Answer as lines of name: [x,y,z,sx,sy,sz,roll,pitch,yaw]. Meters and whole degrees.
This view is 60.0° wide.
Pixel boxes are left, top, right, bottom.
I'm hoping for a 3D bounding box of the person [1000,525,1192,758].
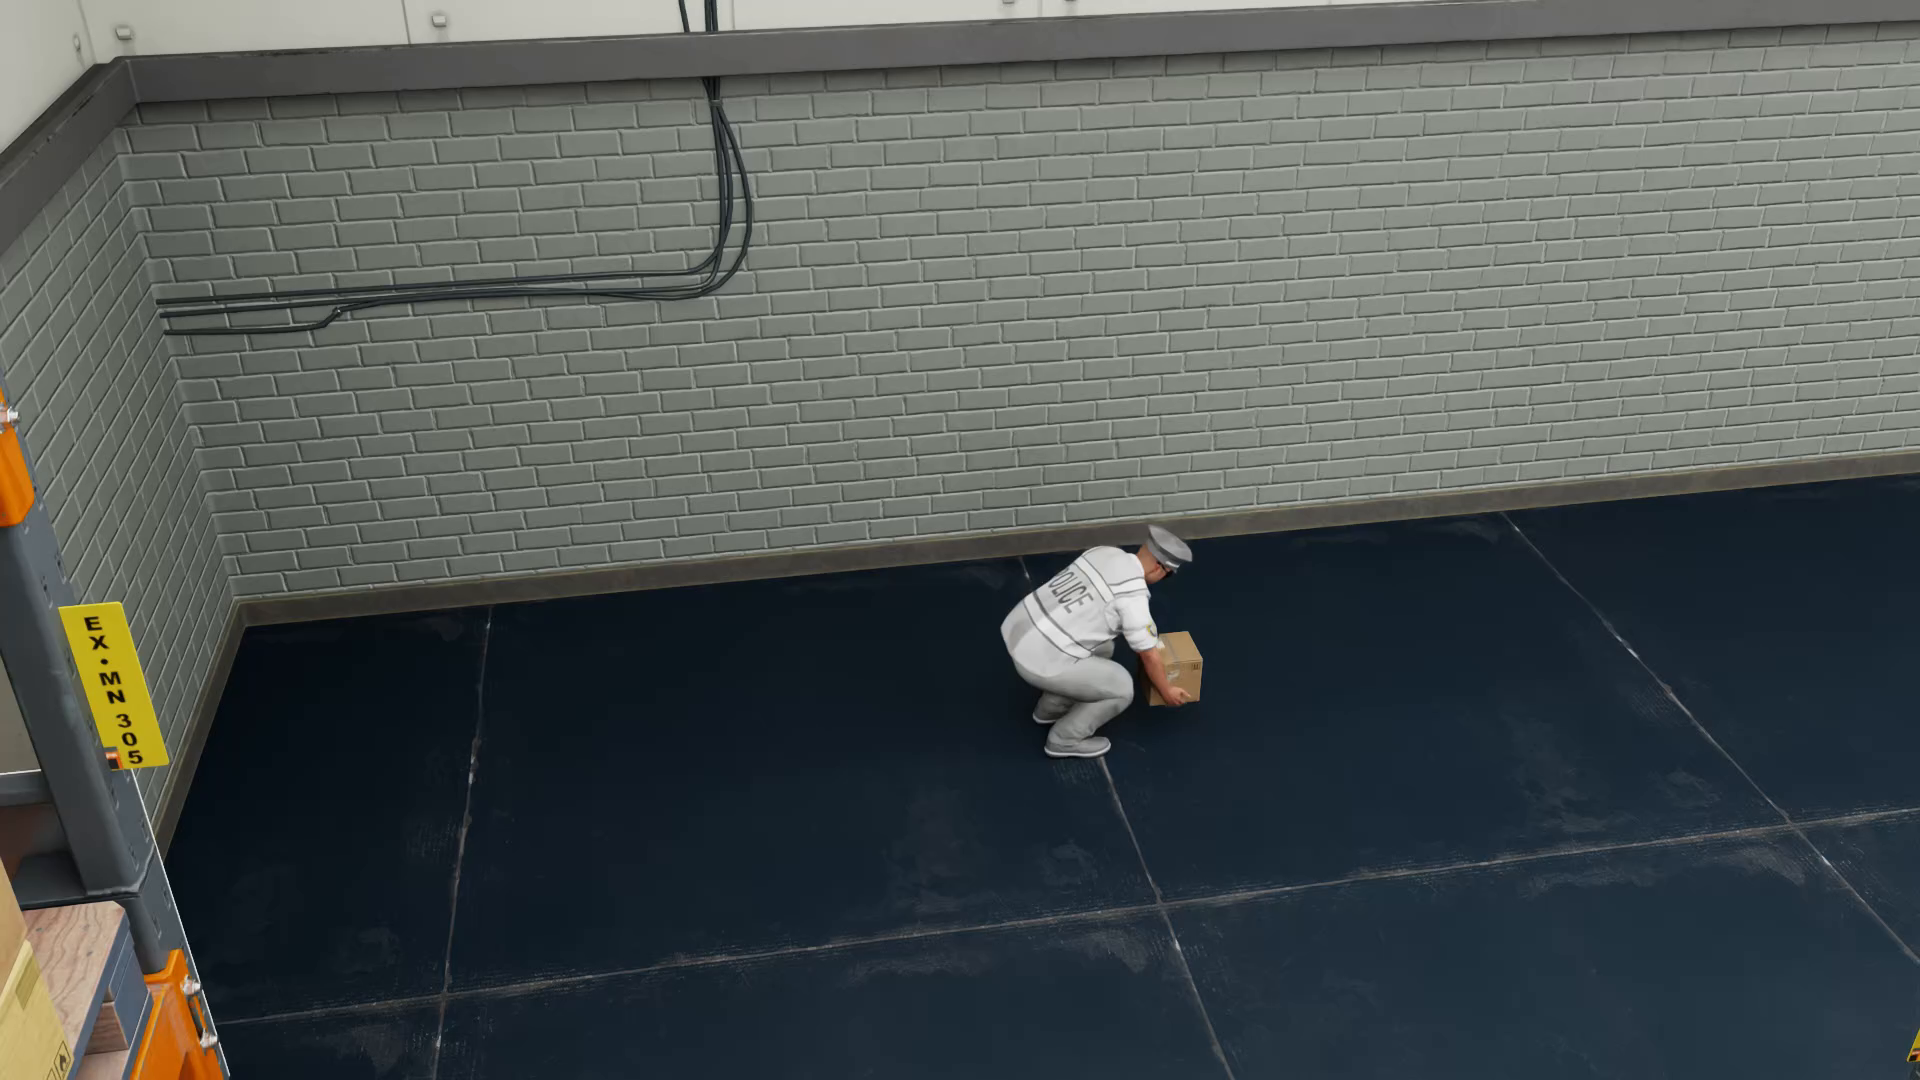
person: [0.652,0.469,7.999,0.917,1.082,0.573,-5,31,-9]
